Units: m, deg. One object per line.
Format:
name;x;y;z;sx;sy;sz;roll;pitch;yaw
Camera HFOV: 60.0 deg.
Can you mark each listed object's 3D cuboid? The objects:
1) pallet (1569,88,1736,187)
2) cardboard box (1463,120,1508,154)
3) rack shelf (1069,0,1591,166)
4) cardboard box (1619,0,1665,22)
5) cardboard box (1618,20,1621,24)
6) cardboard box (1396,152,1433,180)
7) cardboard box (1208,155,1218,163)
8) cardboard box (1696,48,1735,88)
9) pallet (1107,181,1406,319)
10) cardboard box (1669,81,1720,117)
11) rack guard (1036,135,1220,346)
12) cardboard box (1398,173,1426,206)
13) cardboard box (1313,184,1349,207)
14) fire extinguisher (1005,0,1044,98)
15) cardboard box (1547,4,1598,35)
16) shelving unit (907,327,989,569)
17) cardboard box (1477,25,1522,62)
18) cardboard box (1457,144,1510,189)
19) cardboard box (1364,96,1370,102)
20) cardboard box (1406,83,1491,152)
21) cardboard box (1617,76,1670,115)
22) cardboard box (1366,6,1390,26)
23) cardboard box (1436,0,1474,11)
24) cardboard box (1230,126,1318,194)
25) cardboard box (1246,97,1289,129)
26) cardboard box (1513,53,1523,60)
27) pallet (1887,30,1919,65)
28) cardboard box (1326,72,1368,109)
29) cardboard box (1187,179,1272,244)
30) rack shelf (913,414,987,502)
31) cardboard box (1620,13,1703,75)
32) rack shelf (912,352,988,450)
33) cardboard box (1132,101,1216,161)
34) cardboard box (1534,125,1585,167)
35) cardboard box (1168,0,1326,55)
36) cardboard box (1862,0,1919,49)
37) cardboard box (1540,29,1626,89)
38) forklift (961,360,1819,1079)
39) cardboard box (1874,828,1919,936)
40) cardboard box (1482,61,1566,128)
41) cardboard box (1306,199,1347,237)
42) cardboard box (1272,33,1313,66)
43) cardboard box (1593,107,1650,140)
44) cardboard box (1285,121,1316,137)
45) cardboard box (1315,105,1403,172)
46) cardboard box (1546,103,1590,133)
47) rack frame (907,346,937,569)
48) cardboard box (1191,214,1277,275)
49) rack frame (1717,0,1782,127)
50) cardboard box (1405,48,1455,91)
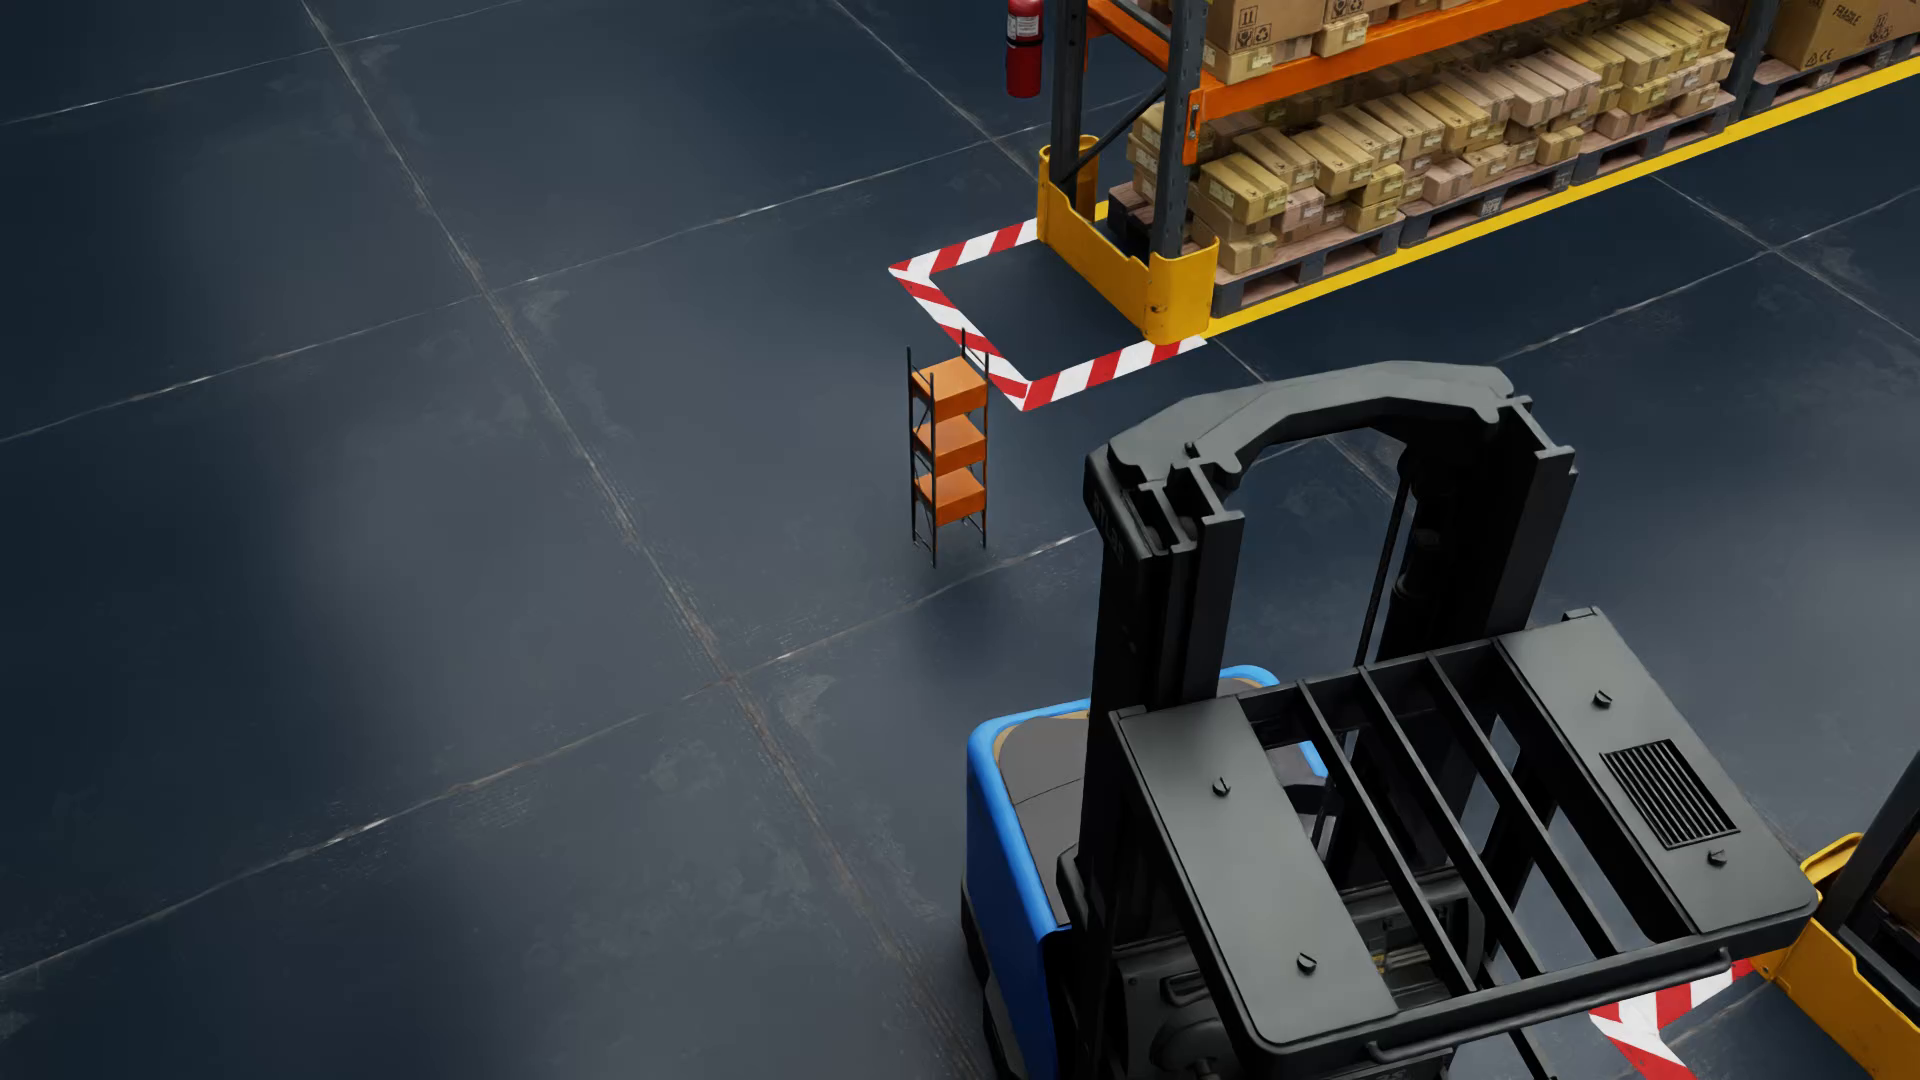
pallet;3.660;-2.531;9.636;1.213;0.211;1.003;-22;48;-21
cardboard box;2.685;-2.239;8.864;0.250;0.149;0.380;-20;47;-19
rack shelf;2.491;-2.834;8.463;4.000;0.370;1.077;-22;48;-21
cardboard box;3.823;-3.133;9.572;0.250;0.149;0.380;-20;48;-19
cardboard box;3.751;-3.088;9.740;0.250;0.149;0.380;-20;47;-19
cardboard box;2.232;-2.032;8.651;0.250;0.149;0.380;-24;49;-23
cardboard box;1.325;-2.046;8.666;0.250;0.149;0.380;-23;49;-22
cardboard box;4.110;-2.719;9.360;0.250;0.149;0.380;-21;48;-20
pallet;1.544;-1.685;8.764;1.213;0.211;1.003;-22;48;-21
cardboard box;4.055;-2.572;9.421;0.250;0.149;0.380;-21;48;-20
rack guard;0.822;-1.528;8.395;0.348;0.500;1.175;-22;48;-21
cardboard box;2.218;-1.914;8.743;0.250;0.149;0.380;-22;48;-21
cardboard box;1.772;-1.859;8.473;0.250;0.149;0.380;-21;48;-20
fire extinguisher;0.308;-2.428;7.851;0.183;0.674;0.296;-22;48;-21
cardboard box;3.360;-2.956;9.389;0.250;0.149;0.380;-22;48;-21
shelving unit;-0.046;-0.358;6.795;0.252;1.050;0.215;-22;48;-21
cardboard box;2.884;-2.812;9.242;0.250;0.149;0.380;-21;48;-20
cardboard box;2.705;-2.059;8.893;0.250;0.149;0.380;-22;48;-21
cardboard box;2.196;-2.435;9.066;0.250;0.149;0.380;-20;47;-19
cardboard box;2.511;-2.185;8.595;0.250;0.149;0.380;-21;48;-20
cardboard box;3.658;-2.514;9.148;0.250;0.149;0.380;-23;49;-22
cardboard box;1.817;-2.570;7.854;0.250;0.149;0.380;-20;47;-19
cardboard box;2.293;-2.718;8.006;0.250;0.149;0.380;-23;49;-22
cardboard box;1.559;-1.885;8.286;0.250;0.149;0.380;-21;48;-20
cardboard box;1.497;-2.295;8.709;0.250;0.149;0.380;-23;49;-22
cardboard box;3.148;-2.748;9.389;0.250;0.149;0.380;-24;49;-23
pallet;5.958;-3.483;10.616;1.213;0.211;1.003;-22;48;-21
cardboard box;1.958;-2.474;8.893;0.250;0.149;0.380;-20;48;-20
cardboard box;1.339;-1.660;8.268;0.250;0.149;0.380;-20;48;-19
rack shelf;-0.046;-0.351;6.802;0.240;0.259;0.215;-22;48;-21
cardboard box;3.844;-2.734;9.161;0.250;0.149;0.380;-21;48;-20
rack shelf;-0.046;-0.554;6.604;0.240;0.259;0.215;-22;48;-21
cardboard box;1.089;-2.076;8.483;0.250;0.149;0.380;-21;48;-20
cardboard box;3.157;-2.213;9.051;0.250;0.149;0.380;-22;48;-21
cardboard box;1.283;-2.530;7.347;0.500;0.500;0.500;-20;47;-19
cardboard box;5.456;-3.321;9.941;0.500;0.500;0.500;-20;48;-19
cardboard box;3.368;-2.601;9.024;0.250;0.149;0.380;-20;48;-20
forklift;0.892;1.178;3.861;1.130;2.935;3.031;-11;45;-11
cardboard box;3.655;0.973;5.247;0.875;0.875;0.875;-22;48;-21
cardboard box;2.952;-2.350;8.765;0.250;0.149;0.380;-23;49;-22
cardboard box;1.768;-1.745;8.569;0.250;0.149;0.380;-21;48;-21
cardboard box;1.401;-2.336;7.613;0.250;0.149;0.380;-20;48;-20
cardboard box;3.591;-2.402;9.246;0.250;0.149;0.380;-23;49;-22
cardboard box;1.806;-2.201;8.825;0.250;0.149;0.380;-22;48;-21
cardboard box;2.015;-2.031;8.436;0.250;0.149;0.380;-24;49;-23
cardboard box;3.181;-2.386;9.016;0.250;0.149;0.380;-21;48;-20
rack frame;-0.152;-0.316;6.751;0.008;1.050;0.200;-22;48;-21
cardboard box;1.370;-1.515;8.332;0.250;0.149;0.380;-21;48;-20
rack frame;4.225;-3.786;8.927;0.127;3.000;1.000;-22;48;-21
cardboard box;2.455;-2.606;9.029;0.250;0.149;0.380;-22;48;-21
